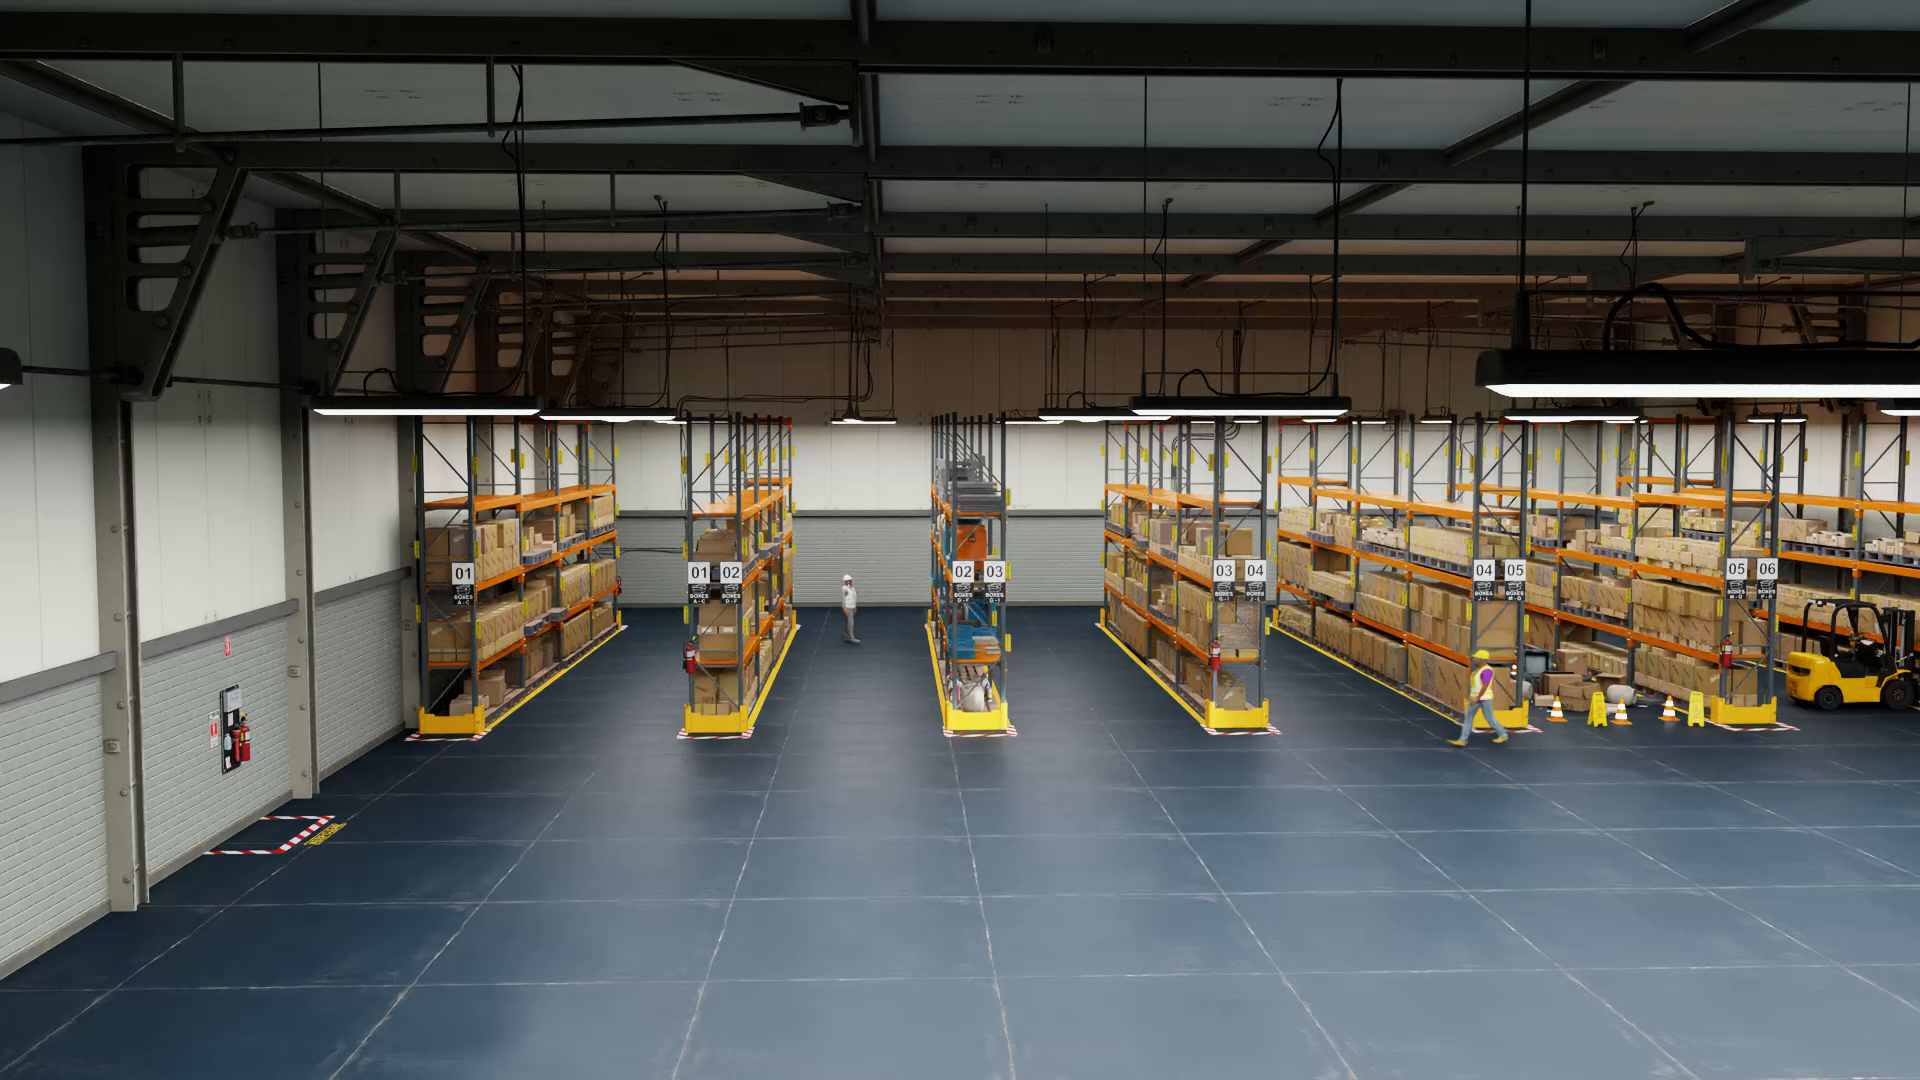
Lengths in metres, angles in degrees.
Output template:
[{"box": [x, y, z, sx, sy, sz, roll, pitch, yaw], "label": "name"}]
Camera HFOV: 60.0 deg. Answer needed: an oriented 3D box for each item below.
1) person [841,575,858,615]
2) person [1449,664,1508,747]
[{"box": [-2.957, 1.460, 44.427, 0.374, 1.060, 0.567, 1, 4, 15], "label": "person"}, {"box": [9.312, 2.965, 29.751, 1.037, 1.481, 0.511, -2, 4, -23], "label": "person"}]
